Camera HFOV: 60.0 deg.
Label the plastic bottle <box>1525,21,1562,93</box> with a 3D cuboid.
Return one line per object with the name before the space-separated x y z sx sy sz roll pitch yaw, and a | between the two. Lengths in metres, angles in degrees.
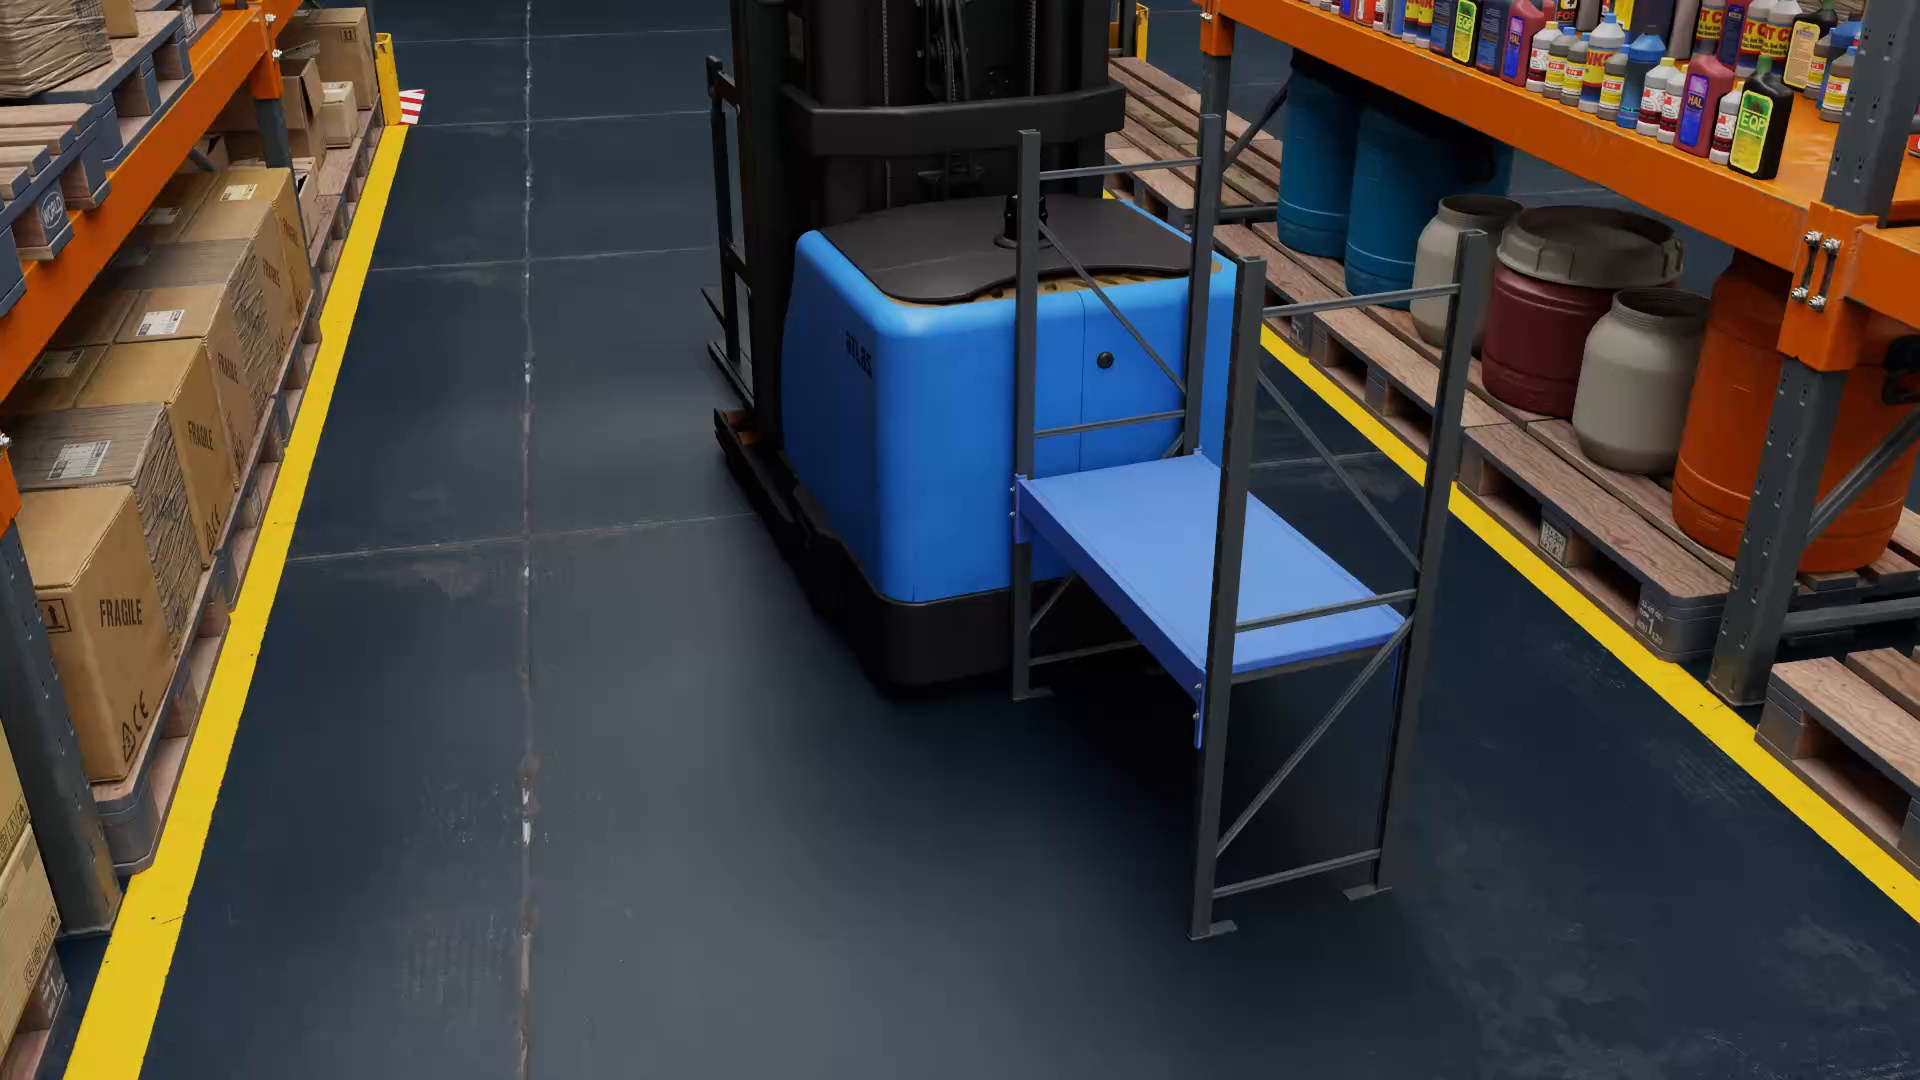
plastic bottle | 1.783 -1.468 5.050 0.097 0.201 0.097 0 27 0

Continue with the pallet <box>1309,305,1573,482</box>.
pallet | 2.014 -0.601 6.207 1.003 0.211 1.213 -6 27 -12

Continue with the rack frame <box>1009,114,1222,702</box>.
rack frame | 0.371 -0.286 4.151 0.500 1.500 0.032 -9 28 -18

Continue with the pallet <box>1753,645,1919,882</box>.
pallet | 2.640 0.619 3.789 1.003 0.211 1.213 -6 27 -12

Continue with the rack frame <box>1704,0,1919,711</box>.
rack frame | 2.503 -0.970 3.842 1.000 3.000 0.127 -6 27 -12

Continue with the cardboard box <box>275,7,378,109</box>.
cardboard box | -3.764 -2.847 9.848 0.500 0.500 0.500 -6 27 -12

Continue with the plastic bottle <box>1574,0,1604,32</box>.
plastic bottle | 2.284 -1.987 5.996 0.152 0.276 0.135 -6 27 -12

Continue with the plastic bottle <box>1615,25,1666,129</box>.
plastic bottle | 1.893 -1.286 4.611 0.097 0.271 0.097 0 27 0

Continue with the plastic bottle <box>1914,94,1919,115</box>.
plastic bottle | 2.691 -1.289 4.605 0.061 0.283 0.133 -6 27 -12

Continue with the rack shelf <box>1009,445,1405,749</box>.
rack shelf | 0.547 0.090 3.807 0.538 0.185 1.000 -9 28 -18

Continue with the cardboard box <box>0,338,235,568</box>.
cardboard box | -2.379 -0.228 4.658 0.500 0.500 0.500 -6 27 -12

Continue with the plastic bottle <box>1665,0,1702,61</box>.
plastic bottle | 2.408 -1.746 5.518 0.152 0.276 0.135 -6 27 -12

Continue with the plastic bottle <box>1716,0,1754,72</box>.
plastic bottle | 2.505 -1.652 5.324 0.061 0.283 0.133 -6 27 -12

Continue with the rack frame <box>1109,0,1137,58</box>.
rack frame | 0.701 -4.482 10.800 1.000 3.000 0.127 -6 27 -12

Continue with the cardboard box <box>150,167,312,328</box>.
cardboard box | -2.834 -1.117 6.421 0.500 0.500 0.500 -6 27 -12

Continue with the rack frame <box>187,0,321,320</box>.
rack frame | -3.225 -2.224 6.328 1.000 3.000 0.127 -6 27 -12

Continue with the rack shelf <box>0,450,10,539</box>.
rack shelf | -1.873 0.731 1.271 1.077 0.370 4.000 -6 27 -12

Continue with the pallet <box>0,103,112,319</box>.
pallet | -2.544 -0.673 3.468 1.213 0.211 1.003 -6 27 -12

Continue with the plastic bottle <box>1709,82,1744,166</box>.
plastic bottle | 1.988 -1.068 4.257 0.097 0.201 0.097 0 27 0

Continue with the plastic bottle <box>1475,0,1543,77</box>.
plastic bottle | 1.744 -1.658 5.260 0.144 0.351 0.185 -6 27 -12

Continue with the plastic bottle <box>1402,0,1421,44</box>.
plastic bottle | 1.596 -1.864 5.758 0.097 0.271 0.097 0 27 0

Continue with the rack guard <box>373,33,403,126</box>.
rack guard | -4.109 -2.831 10.304 1.175 0.500 0.348 -6 27 -12

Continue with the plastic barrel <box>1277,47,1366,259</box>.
plastic barrel | 1.708 -1.736 7.223 0.600 0.901 0.708 -6 27 -12

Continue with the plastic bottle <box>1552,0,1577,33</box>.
plastic bottle | 2.167 -1.965 5.956 0.097 0.271 0.097 0 27 0

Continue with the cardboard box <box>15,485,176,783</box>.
cardboard box | -2.147 0.222 3.766 0.500 0.500 0.500 -5 27 -9

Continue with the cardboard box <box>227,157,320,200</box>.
cardboard box | -3.313 -1.741 8.026 0.380 0.166 0.250 -6 27 -12

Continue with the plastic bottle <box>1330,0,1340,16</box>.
plastic bottle | 1.461 -2.095 6.293 0.097 0.201 0.097 0 27 0

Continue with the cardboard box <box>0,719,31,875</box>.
cardboard box | -1.965 0.526 2.841 0.500 0.311 0.500 -5 27 -10

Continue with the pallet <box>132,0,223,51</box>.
pallet | -3.151 -1.777 5.654 1.003 0.211 1.213 -6 27 -12

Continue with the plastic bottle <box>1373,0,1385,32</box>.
plastic bottle | 1.543 -1.935 5.975 0.097 0.201 0.097 0 27 0

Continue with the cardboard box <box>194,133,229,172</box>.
cardboard box | -3.799 -1.771 7.926 0.500 0.311 0.500 -6 27 -12

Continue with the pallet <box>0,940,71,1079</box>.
pallet | -2.176 1.142 2.753 1.003 0.211 1.213 -6 27 -12

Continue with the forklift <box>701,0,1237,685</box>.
forklift | -0.217 -1.573 5.113 1.130 2.935 3.031 -9 28 -18

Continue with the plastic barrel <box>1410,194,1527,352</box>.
plastic barrel | 1.908 -0.994 6.186 0.421 0.512 0.421 0 27 0

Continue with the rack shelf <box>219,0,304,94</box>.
rack shelf | -3.676 -2.781 8.230 1.077 0.370 4.000 -6 27 -12

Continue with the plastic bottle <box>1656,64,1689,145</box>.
plastic bottle | 1.936 -1.169 4.458 0.097 0.201 0.097 0 27 0

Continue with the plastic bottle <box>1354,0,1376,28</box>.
plastic bottle | 1.544 -2.022 6.065 0.152 0.276 0.135 -6 27 -12

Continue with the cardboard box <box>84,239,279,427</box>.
cardboard box | -2.619 -0.679 5.553 0.500 0.500 0.500 -6 27 -11

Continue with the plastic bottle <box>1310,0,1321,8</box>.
plastic bottle | 1.417 -2.212 6.446 0.097 0.271 0.097 0 27 0

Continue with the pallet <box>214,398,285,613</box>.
pallet | -2.726 -0.090 5.193 1.003 0.211 1.213 -6 27 -12

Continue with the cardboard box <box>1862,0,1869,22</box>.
cardboard box | 6.154 -3.161 10.075 0.875 0.875 0.875 -6 27 -12

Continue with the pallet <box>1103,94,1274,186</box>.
pallet | 1.120 -2.336 9.645 1.003 0.211 1.213 -6 27 -12

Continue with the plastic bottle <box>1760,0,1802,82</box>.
plastic bottle | 2.535 -1.552 5.138 0.097 0.271 0.097 0 27 0

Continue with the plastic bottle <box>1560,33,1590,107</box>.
plastic bottle | 1.827 -1.383 4.881 0.097 0.201 0.097 0 27 0

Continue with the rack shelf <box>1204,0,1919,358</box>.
rack shelf | 2.053 -1.527 5.744 1.077 0.370 4.000 -6 27 -12

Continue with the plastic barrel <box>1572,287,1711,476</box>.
plastic barrel | 2.162 -0.498 5.203 0.421 0.512 0.421 0 27 0

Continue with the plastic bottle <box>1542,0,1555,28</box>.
plastic bottle | 1.838 -1.649 5.318 0.061 0.283 0.133 -6 27 -12

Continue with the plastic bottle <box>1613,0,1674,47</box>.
plastic bottle | 2.258 -1.775 5.493 0.144 0.351 0.185 -6 27 -12

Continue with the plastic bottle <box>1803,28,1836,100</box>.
plastic bottle | 2.587 -1.419 4.953 0.097 0.201 0.097 0 27 0

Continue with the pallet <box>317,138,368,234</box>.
pallet | -3.657 -1.818 8.617 1.003 0.211 1.213 -6 27 -12

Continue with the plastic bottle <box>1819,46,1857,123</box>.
plastic bottle | 2.499 -1.286 4.689 0.097 0.201 0.097 0 27 0

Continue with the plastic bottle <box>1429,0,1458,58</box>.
plastic bottle | 1.672 -1.797 5.537 0.144 0.351 0.185 -6 27 -12

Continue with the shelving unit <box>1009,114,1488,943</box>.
shelving unit | 0.547 -0.071 3.726 0.538 1.500 1.048 -9 28 -18

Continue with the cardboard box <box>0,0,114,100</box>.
cardboard box | -2.595 -1.386 4.091 0.700 0.500 0.500 -1 27 -2
